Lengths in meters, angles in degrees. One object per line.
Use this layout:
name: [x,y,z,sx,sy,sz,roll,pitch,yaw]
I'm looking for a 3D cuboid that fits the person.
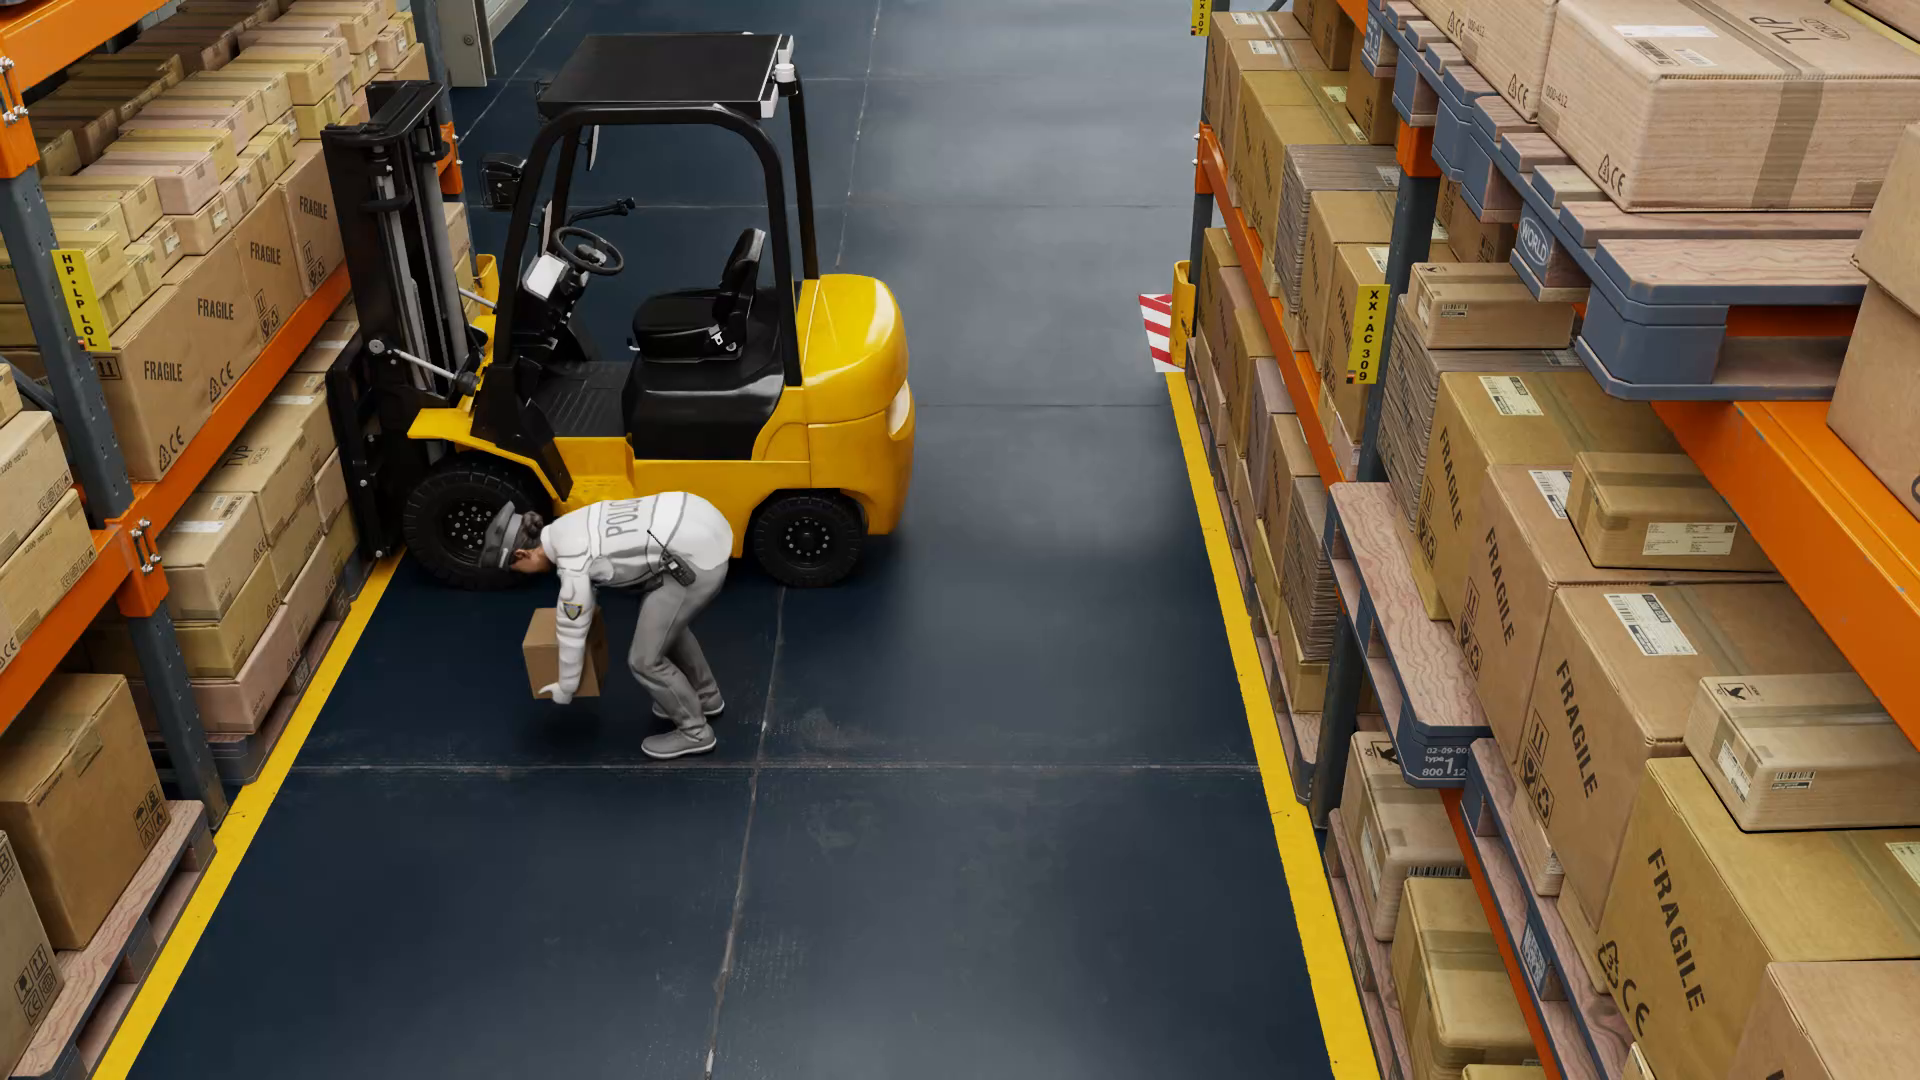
person: [-1.291,0.314,6.233,0.924,1.030,0.424,-1,32,-2]
